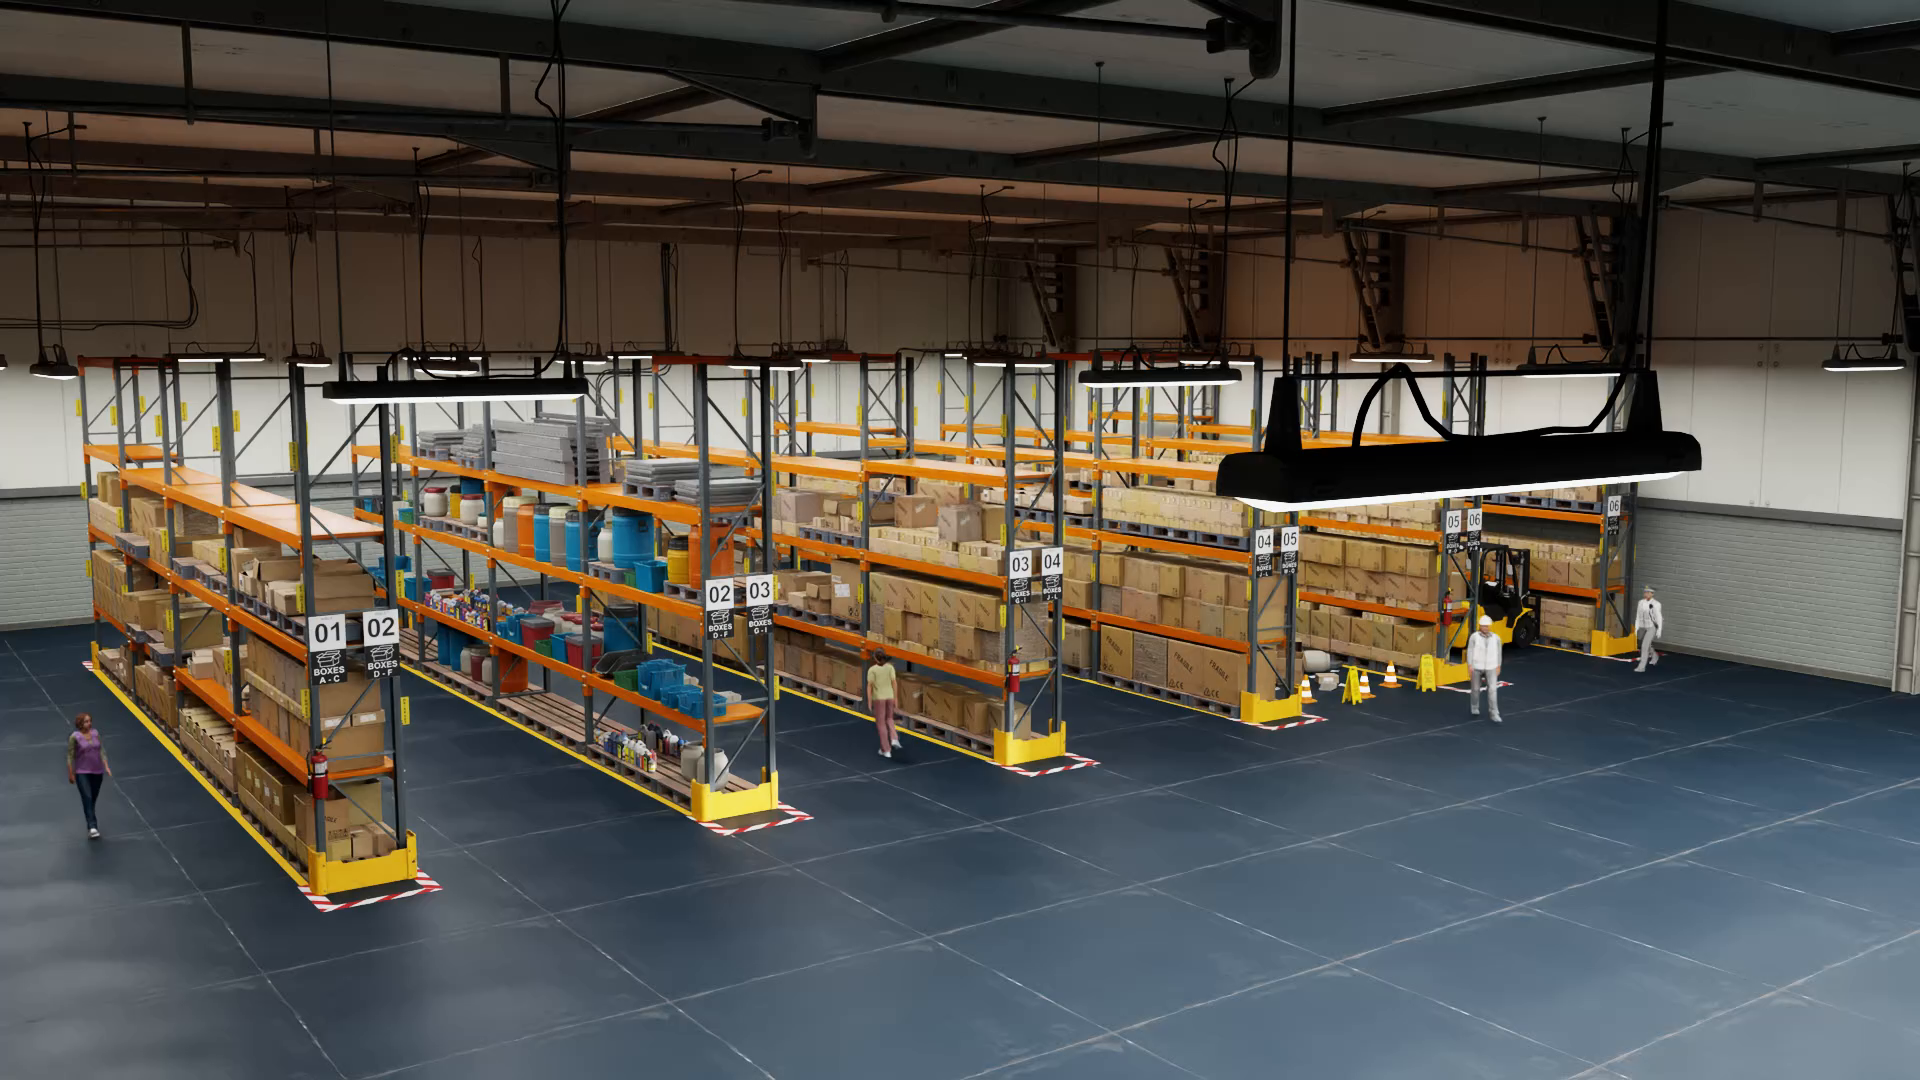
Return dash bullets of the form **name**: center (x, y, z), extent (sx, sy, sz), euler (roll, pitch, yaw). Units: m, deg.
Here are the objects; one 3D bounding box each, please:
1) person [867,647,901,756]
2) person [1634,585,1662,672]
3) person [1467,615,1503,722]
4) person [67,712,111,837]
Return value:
- **person**: center (-1.157, 2.445, 25.241), extent (0.512, 1.662, 0.471), euler (-4, 8, -27)
- **person**: center (13.143, 1.664, 31.704), extent (0.970, 1.642, 0.484), euler (-5, 8, -35)
- **person**: center (8.712, 2.110, 27.595), extent (0.583, 1.718, 1.013), euler (1, 7, 9)
- **person**: center (-11.174, 2.964, 21.319), extent (0.463, 1.539, 0.972), euler (-6, 9, -41)
